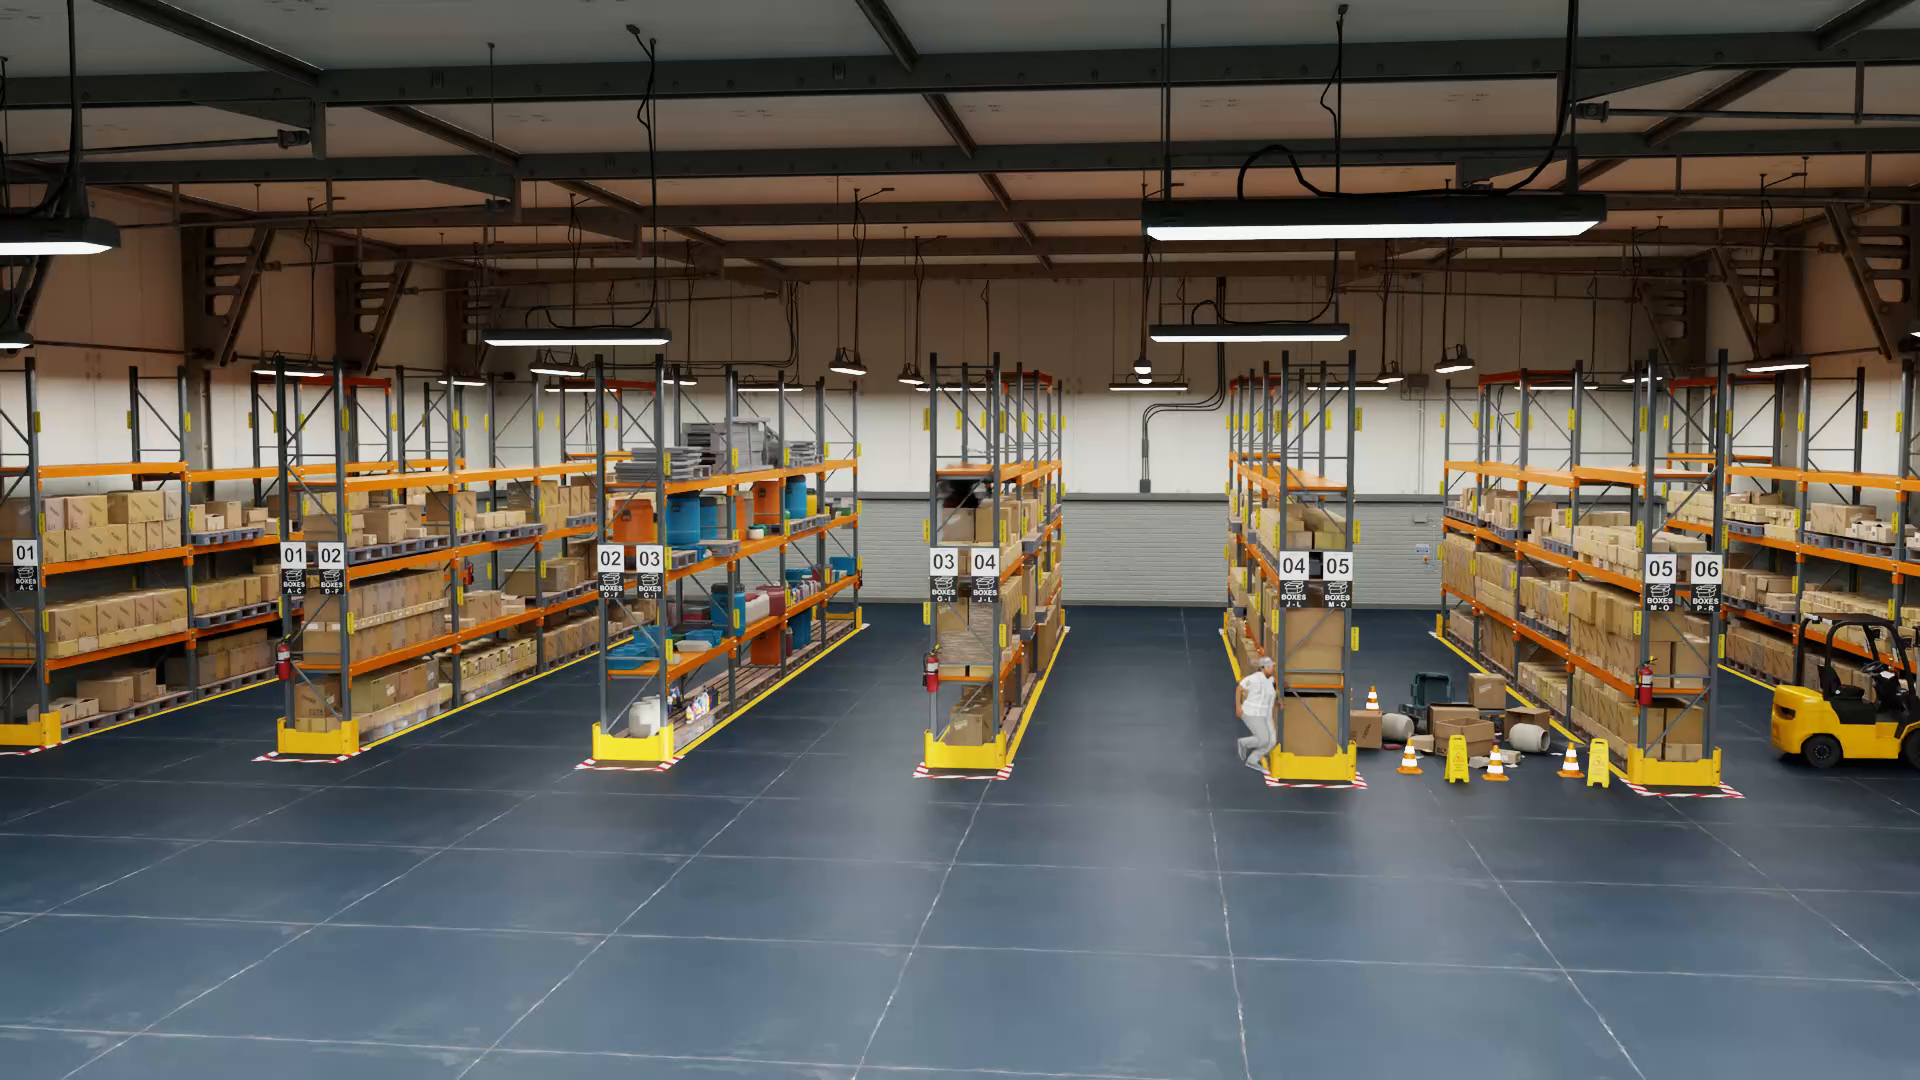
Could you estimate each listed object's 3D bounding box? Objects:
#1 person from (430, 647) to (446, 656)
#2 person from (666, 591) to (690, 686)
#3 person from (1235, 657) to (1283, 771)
[{"bbox_3d":[-10.717,1.837,33.985,0.539,1.516,0.857,0,4,-2],"label":"person"},{"bbox_3d":[-5.458,1.869,31.953,0.720,1.809,0.875,0,4,2],"label":"person"},{"bbox_3d":[4.085,2.363,22.593,0.645,1.550,0.627,-4,5,-42],"label":"person"}]
